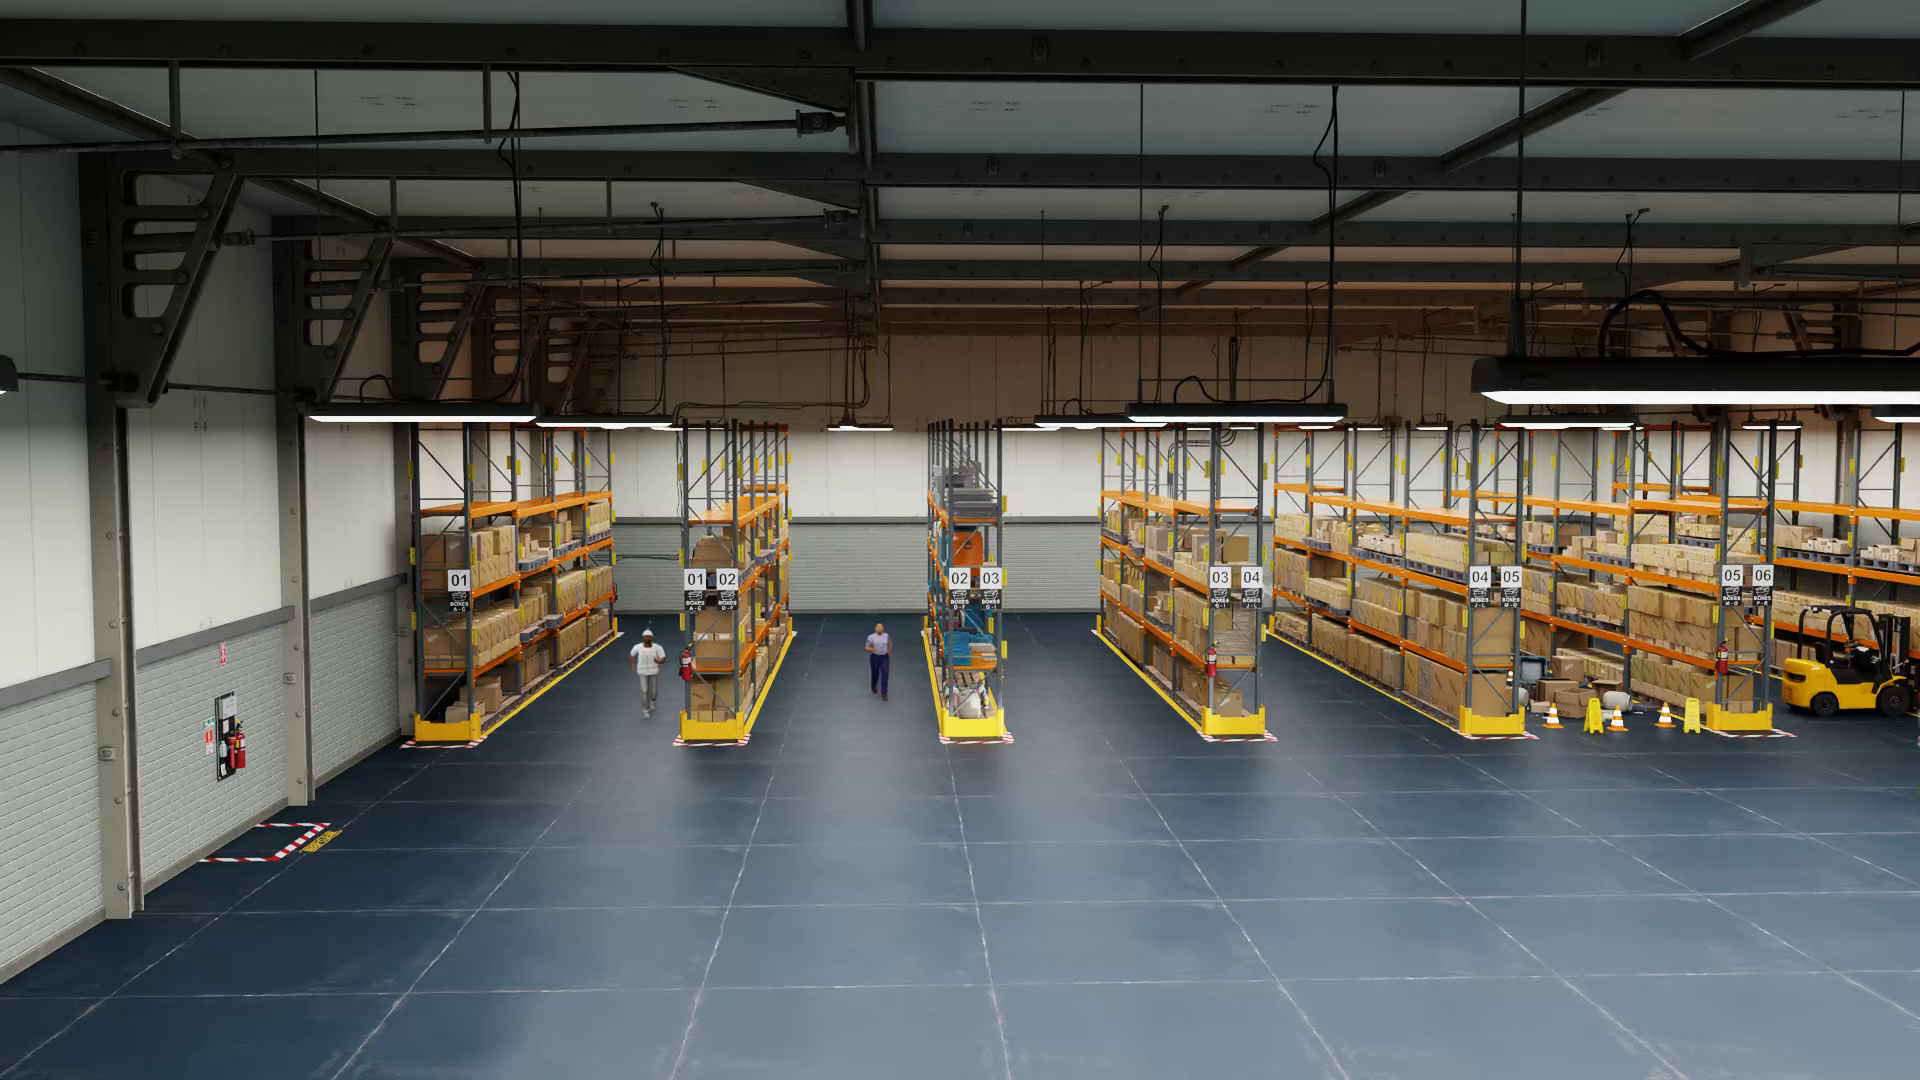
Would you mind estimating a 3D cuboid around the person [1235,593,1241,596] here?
[{"bbox_3d":[8.230,1.800,48.502,0.657,1.642,0.676,-3,5,-36],"label":"person"}]

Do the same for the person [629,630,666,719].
[{"bbox_3d":[-6.296,2.684,33.542,0.710,1.747,0.963,-1,4,-13],"label":"person"}]

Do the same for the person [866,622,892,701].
[{"bbox_3d":[-1.734,2.601,35.823,0.606,1.636,0.924,-1,4,-13],"label":"person"}]
